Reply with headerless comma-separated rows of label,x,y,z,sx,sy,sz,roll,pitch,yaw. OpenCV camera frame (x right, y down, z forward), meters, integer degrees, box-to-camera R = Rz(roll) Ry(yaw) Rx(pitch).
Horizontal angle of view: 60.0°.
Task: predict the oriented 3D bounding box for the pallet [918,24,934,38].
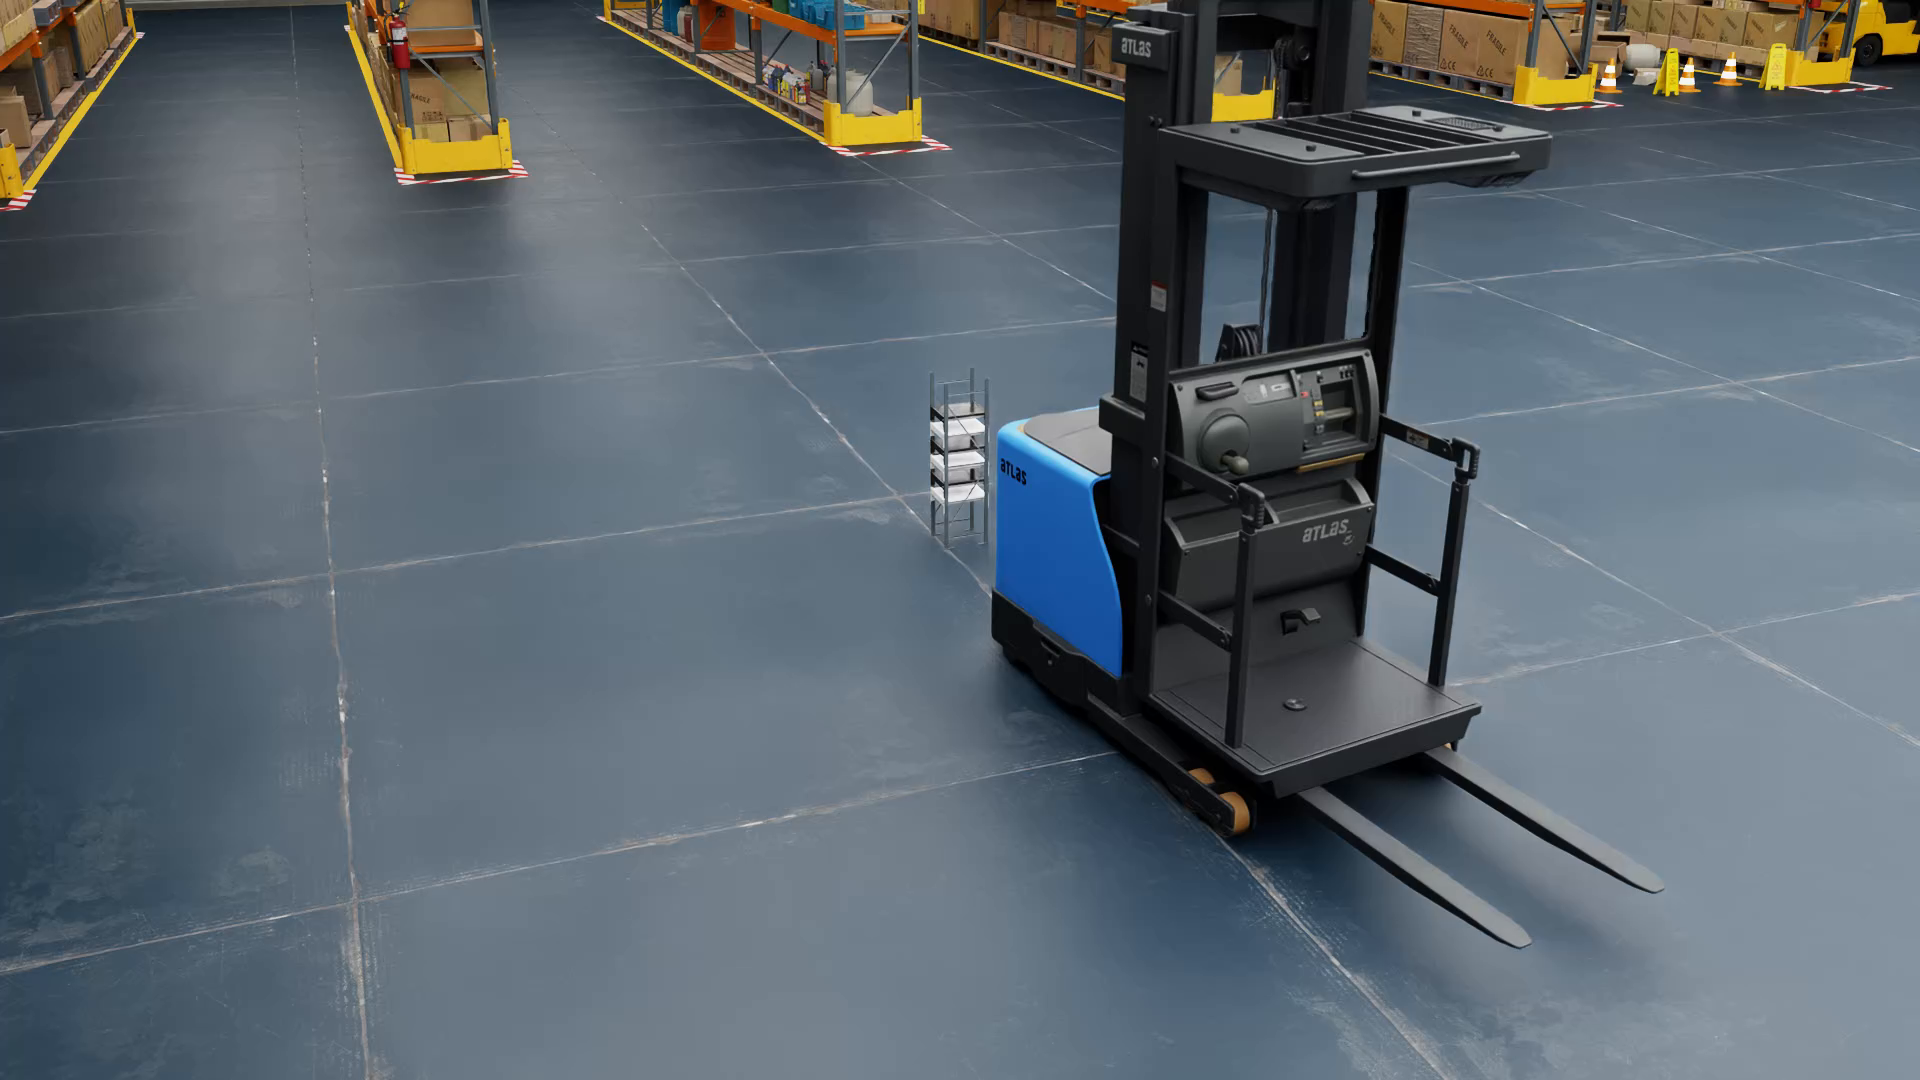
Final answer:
pallet,-0.250,-9.711,31.518,1.003,0.211,1.213,-8,24,-19

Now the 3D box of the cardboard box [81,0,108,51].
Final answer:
cardboard box,-14.144,-8.212,26.598,0.750,0.750,0.750,-8,24,-18

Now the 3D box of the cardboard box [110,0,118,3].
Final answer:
cardboard box,-15.261,-9.666,29.664,0.380,0.149,0.250,-8,24,-18

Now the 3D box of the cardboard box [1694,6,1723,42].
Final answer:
cardboard box,12.031,-8.166,26.297,0.500,0.500,0.500,-9,24,-20

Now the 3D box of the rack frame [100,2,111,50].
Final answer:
rack frame,-14.495,-9.227,26.780,1.000,3.000,0.127,-8,24,-19

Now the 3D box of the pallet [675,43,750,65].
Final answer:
pallet,-4.131,-8.129,27.764,1.003,0.211,1.213,-8,24,-19

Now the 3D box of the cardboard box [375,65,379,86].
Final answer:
cardboard box,-7.990,-6.594,23.531,0.500,0.250,0.500,-8,24,-18

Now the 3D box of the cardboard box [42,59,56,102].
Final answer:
cardboard box,-12.317,-6.008,21.795,0.700,0.500,0.500,-8,24,-18

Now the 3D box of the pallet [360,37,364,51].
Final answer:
pallet,-10.104,-8.873,29.530,1.003,0.211,1.213,-8,24,-19

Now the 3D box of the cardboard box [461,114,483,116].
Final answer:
cardboard box,-5.784,-4.881,19.468,0.500,0.250,0.500,-8,24,-19

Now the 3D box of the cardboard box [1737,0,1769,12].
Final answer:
cardboard box,12.197,-8.216,25.580,0.380,0.149,0.250,-8,24,-17

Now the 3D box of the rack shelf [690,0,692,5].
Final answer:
rack shelf,-4.520,-9.528,28.421,1.077,0.370,4.000,-8,24,-19

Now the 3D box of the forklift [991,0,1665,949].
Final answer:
forklift,1.296,-0.454,6.054,1.130,2.935,3.031,-12,26,-26

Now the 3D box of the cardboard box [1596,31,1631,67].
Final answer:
cardboard box,10.609,-7.992,27.065,0.500,0.500,0.500,8,24,18

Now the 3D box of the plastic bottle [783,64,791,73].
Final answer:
plastic bottle,-2.369,-6.331,22.753,0.144,0.351,0.185,-8,24,-19

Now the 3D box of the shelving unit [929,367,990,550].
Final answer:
shelving unit,-0.003,-0.418,8.582,0.258,0.900,0.210,-8,24,-19

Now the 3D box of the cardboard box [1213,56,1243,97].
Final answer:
cardboard box,3.441,-6.177,22.220,0.500,0.500,0.500,-4,23,-9

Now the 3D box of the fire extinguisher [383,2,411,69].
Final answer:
fire extinguisher,-6.016,-5.406,17.813,0.296,0.674,0.183,-8,24,-19

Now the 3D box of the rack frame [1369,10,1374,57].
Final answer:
rack frame,6.909,-9.003,26.248,1.000,3.000,0.127,-8,24,-19

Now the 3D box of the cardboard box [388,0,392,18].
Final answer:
cardboard box,-6.873,-6.887,21.099,0.700,0.500,0.500,-9,24,-20

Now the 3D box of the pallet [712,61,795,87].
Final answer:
pallet,-3.149,-7.119,25.368,1.003,0.211,1.213,-8,24,-19

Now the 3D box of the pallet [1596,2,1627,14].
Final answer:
pallet,14.078,-11.289,35.262,1.003,0.211,1.213,-8,24,-19

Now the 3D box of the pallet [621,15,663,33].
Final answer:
pallet,-5.958,-10.007,32.221,1.003,0.211,1.213,-8,24,-19

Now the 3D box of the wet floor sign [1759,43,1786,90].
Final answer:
wet floor sign,11.983,-6.965,24.444,0.267,0.644,0.232,0,23,-1

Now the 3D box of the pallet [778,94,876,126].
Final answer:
pallet,-1.768,-5.701,22.004,1.003,0.211,1.213,-8,24,-19

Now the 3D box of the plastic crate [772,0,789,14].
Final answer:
plastic crate,-2.185,-7.050,21.887,0.450,0.188,0.662,-8,24,-19

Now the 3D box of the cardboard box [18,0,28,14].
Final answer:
cardboard box,-11.031,-6.296,19.028,0.500,0.500,0.500,-8,24,-19

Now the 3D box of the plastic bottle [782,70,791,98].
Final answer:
plastic bottle,-2.287,-6.088,22.177,0.144,0.351,0.185,-9,24,-19

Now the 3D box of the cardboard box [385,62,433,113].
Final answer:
cardboard box,-6.458,-5.335,19.580,0.500,0.500,0.500,-8,24,-19

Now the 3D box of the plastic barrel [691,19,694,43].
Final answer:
plastic barrel,-4.286,-8.548,27.832,0.421,0.512,0.421,0,23,0

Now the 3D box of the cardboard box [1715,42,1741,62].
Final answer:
cardboard box,12.204,-7.638,26.009,0.500,0.250,0.500,-8,24,-19

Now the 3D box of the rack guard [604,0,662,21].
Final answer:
rack guard,-6.661,-10.895,33.955,1.175,0.500,0.348,-8,24,-19

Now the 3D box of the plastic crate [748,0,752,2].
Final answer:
plastic crate,-2.858,-7.843,23.414,0.402,0.464,0.583,-8,24,-19

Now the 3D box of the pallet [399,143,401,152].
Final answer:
pallet,-5.932,-4.535,19.238,1.003,0.211,1.213,-8,24,-19

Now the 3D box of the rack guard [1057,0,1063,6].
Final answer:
rack guard,2.696,-12.184,37.013,1.175,0.500,0.348,-8,24,-19

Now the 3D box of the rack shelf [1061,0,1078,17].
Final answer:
rack shelf,1.526,-8.754,26.585,1.077,0.370,4.000,-8,24,-19

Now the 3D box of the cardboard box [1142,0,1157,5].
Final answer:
cardboard box,2.724,-7.396,22.759,0.380,0.149,0.250,-8,24,-19

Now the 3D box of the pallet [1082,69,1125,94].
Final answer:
pallet,2.503,-6.835,24.695,1.003,0.211,1.213,-8,24,-19

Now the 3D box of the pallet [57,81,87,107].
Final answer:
pallet,-12.807,-6.205,23.199,1.003,0.211,1.213,-8,24,-19

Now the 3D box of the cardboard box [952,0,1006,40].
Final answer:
cardboard box,0.596,-9.281,29.102,1.225,0.875,0.875,-10,25,-21

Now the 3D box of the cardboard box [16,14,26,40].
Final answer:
cardboard box,-10.858,-5.767,18.738,0.500,0.250,0.500,-8,24,-19

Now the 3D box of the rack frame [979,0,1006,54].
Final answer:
rack frame,0.820,-9.813,28.169,1.000,3.000,0.127,-8,24,-19

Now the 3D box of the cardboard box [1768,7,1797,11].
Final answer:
cardboard box,12.693,-8.066,26.060,0.500,0.500,0.500,-9,25,-21

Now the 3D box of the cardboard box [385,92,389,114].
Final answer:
cardboard box,-6.984,-5.535,21.020,0.500,0.250,0.500,-8,24,-19

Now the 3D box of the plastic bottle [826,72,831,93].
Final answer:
plastic bottle,-1.767,-6.175,22.469,0.061,0.283,0.133,-8,24,-19

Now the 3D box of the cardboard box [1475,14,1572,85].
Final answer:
cardboard box,8.020,-7.001,23.694,0.875,0.875,0.875,-8,24,-19

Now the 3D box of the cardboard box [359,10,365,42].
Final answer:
cardboard box,-9.919,-8.750,28.300,0.500,0.500,0.500,-9,25,-21

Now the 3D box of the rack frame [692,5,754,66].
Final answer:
rack frame,-3.814,-9.133,26.557,1.000,3.000,0.127,-8,24,-19

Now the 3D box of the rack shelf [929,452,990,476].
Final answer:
rack shelf,-0.003,-0.387,8.595,0.258,0.077,0.200,-8,24,-19

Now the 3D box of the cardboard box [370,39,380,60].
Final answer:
cardboard box,-8.167,-7.034,23.853,0.500,0.311,0.500,-9,24,-20

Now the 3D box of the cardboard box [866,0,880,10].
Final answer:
cardboard box,-1.384,-11.382,34.087,0.875,0.875,0.875,-8,24,-19

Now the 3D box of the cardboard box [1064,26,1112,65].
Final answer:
cardboard box,2.036,-7.636,25.657,0.700,0.500,0.500,-10,25,-23

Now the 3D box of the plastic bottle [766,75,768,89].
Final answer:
plastic bottle,-2.626,-6.343,22.974,0.097,0.201,0.097,0,23,0

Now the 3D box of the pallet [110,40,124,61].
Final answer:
pallet,-14.691,-8.229,28.003,1.003,0.211,1.213,-8,24,-19

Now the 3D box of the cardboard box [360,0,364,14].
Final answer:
cardboard box,-9.566,-8.732,27.292,0.500,0.250,0.500,-8,24,-19

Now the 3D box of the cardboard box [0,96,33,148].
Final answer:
cardboard box,-10.830,-4.662,18.601,0.700,0.500,0.500,-10,25,-22

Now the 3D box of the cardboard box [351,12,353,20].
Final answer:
cardboard box,-11.360,-9.969,31.621,0.380,0.166,0.250,-8,24,-19
